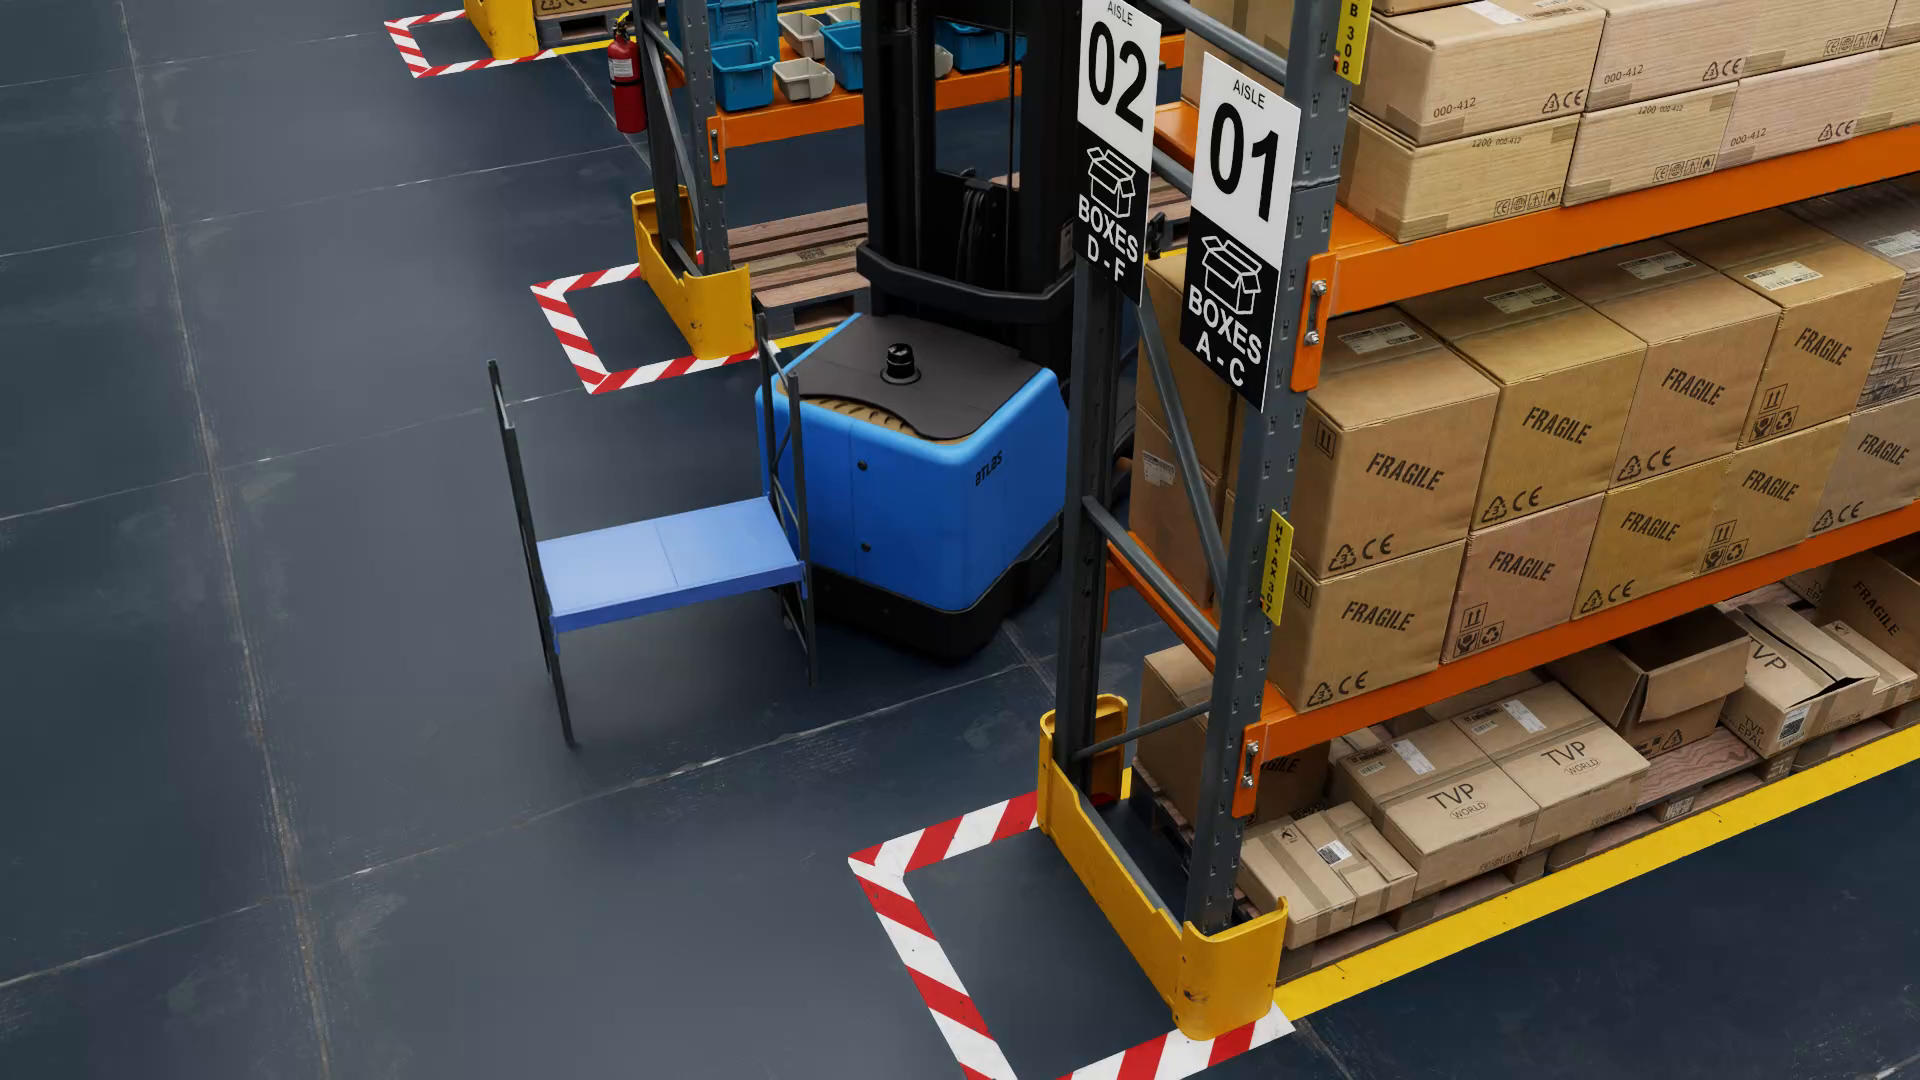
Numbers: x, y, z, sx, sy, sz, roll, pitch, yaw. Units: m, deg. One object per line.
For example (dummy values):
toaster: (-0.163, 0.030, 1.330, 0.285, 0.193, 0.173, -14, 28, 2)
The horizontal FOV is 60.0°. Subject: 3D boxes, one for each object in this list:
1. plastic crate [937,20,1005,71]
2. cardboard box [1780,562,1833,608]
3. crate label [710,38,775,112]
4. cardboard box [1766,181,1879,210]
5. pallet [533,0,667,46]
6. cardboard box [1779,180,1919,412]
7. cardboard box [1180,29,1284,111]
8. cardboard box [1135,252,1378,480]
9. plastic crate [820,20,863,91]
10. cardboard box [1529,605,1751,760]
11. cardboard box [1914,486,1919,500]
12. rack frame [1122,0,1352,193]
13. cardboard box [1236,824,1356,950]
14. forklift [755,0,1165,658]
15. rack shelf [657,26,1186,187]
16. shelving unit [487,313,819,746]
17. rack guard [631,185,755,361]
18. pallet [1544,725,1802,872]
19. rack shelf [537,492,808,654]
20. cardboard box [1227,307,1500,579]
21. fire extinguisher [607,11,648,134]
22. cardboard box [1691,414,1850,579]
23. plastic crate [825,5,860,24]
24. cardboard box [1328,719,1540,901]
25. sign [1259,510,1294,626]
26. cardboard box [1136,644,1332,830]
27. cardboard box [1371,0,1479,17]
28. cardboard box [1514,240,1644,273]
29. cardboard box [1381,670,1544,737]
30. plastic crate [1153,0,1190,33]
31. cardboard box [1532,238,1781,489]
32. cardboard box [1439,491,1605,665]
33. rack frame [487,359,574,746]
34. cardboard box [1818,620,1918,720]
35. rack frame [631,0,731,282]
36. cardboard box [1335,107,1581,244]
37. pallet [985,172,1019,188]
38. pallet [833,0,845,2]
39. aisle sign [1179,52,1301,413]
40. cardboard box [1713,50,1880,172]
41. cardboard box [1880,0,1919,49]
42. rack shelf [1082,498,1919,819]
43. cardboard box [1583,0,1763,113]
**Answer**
plastic crate: (0.058, -2.717, 8.986, 0.300, 0.233, 0.416, -16, 39, -20)
cardboard box: (3.753, 0.010, 7.106, 0.500, 0.311, 0.500, -16, 39, -20)
crate label: (-1.134, -2.384, 8.536, 0.303, 0.233, 0.416, -16, 39, -20)
cardboard box: (2.747, -1.096, 5.787, 0.500, 0.500, 0.500, -17, 40, -21)
pallet: (-2.911, -4.338, 13.421, 1.213, 0.211, 1.003, -16, 39, -20)
cardboard box: (2.958, -0.798, 5.385, 0.500, 0.500, 0.500, -15, 39, -20)
cardboard box: (0.957, -1.287, 4.575, 0.500, 0.250, 0.500, -16, 39, -20)
cardboard box: (0.890, -0.573, 5.081, 0.500, 0.500, 0.500, -16, 39, -20)
plastic crate: (-0.538, -2.551, 8.761, 0.300, 0.233, 0.416, -16, 39, -20)
cardboard box: (2.526, 0.422, 6.390, 0.637, 0.503, 0.797, -16, 39, -20)
cardboard box: (3.415, -0.527, 5.858, 0.500, 0.500, 0.500, -15, 39, -19)
rack frame: (0.604, -2.280, 3.270, 0.127, 3.000, 1.000, -16, 39, -20)
cardboard box: (1.129, 1.178, 5.668, 0.250, 0.149, 0.380, -16, 39, -20)
forklift: (0.320, -1.539, 7.365, 1.130, 2.935, 3.031, 19, 41, 24)
rack shelf: (0.313, -2.760, 9.556, 4.000, 0.370, 1.077, -16, 39, -20)
shelving unit: (-1.164, -0.027, 6.527, 1.048, 1.500, 0.538, -12, 38, -16)
rack guard: (-1.513, -1.525, 9.387, 0.348, 0.500, 1.175, -16, 39, -20)
pallet: (2.497, 0.722, 6.600, 1.213, 0.211, 1.003, -16, 39, -20)
rack shelf: (-1.164, 0.118, 6.634, 1.000, 0.185, 0.538, -12, 38, -16)
cardboard box: (1.118, -0.282, 4.689, 0.500, 0.500, 0.500, -14, 39, -19)
fire extinguisher: (-1.827, -2.568, 9.073, 0.183, 0.674, 0.296, -16, 39, -20)
cardboard box: (2.491, -0.265, 5.505, 0.500, 0.500, 0.500, -15, 39, -19)
plastic crate: (-0.567, -2.830, 9.219, 0.243, 0.136, 0.396, -16, 39, -20)
cardboard box: (1.669, 0.946, 5.895, 0.500, 0.250, 0.500, -16, 39, -20)
sign: (0.835, 0.075, 4.404, 0.005, 0.325, 0.100, -16, 39, -20)
cardboard box: (0.992, 0.687, 6.035, 0.500, 0.500, 0.500, -16, 39, -20)
cardboard box: (1.062, -1.655, 4.023, 0.500, 0.500, 0.700, -16, 39, -20)
cardboard box: (1.814, -0.835, 5.434, 0.500, 0.500, 0.500, -15, 39, -19)
cardboard box: (1.864, 0.563, 6.412, 0.500, 0.250, 0.500, -16, 39, -20)
plastic crate: (1.225, -3.040, 9.511, 0.590, 0.125, 0.437, -16, 39, -20)
cardboard box: (2.043, -0.542, 5.040, 0.500, 0.500, 0.500, -15, 39, -19)
cardboard box: (1.583, -0.014, 5.167, 0.500, 0.500, 0.500, -16, 39, -20)
rack frame: (-1.642, 0.077, 6.387, 0.032, 1.500, 0.500, -12, 38, -16)
cardboard box: (3.516, 0.510, 6.568, 0.250, 0.149, 0.380, -16, 39, -20)
rack frame: (-1.497, -2.542, 8.660, 0.127, 3.000, 1.000, -16, 39, -20)
cardboard box: (1.177, -1.007, 4.198, 0.500, 0.250, 0.500, -16, 39, -20)
pallet: (0.369, -1.917, 10.157, 1.213, 0.211, 1.003, -16, 39, -20)
pallet: (-0.702, -4.955, 14.254, 1.213, 0.211, 1.003, -16, 39, -20)
aisle sign: (0.667, -0.739, 4.046, 0.004, 0.787, 0.394, -16, 39, -20)
cardboard box: (2.087, -1.255, 4.531, 0.500, 0.250, 0.500, -16, 39, -20)
cardboard box: (2.540, -1.582, 4.554, 0.500, 0.250, 0.500, -16, 39, -20)
rack shelf: (2.415, -0.087, 5.954, 4.000, 0.370, 1.077, -16, 39, -20)
cardboard box: (1.635, -1.328, 4.211, 0.500, 0.250, 0.500, -16, 39, -20)
